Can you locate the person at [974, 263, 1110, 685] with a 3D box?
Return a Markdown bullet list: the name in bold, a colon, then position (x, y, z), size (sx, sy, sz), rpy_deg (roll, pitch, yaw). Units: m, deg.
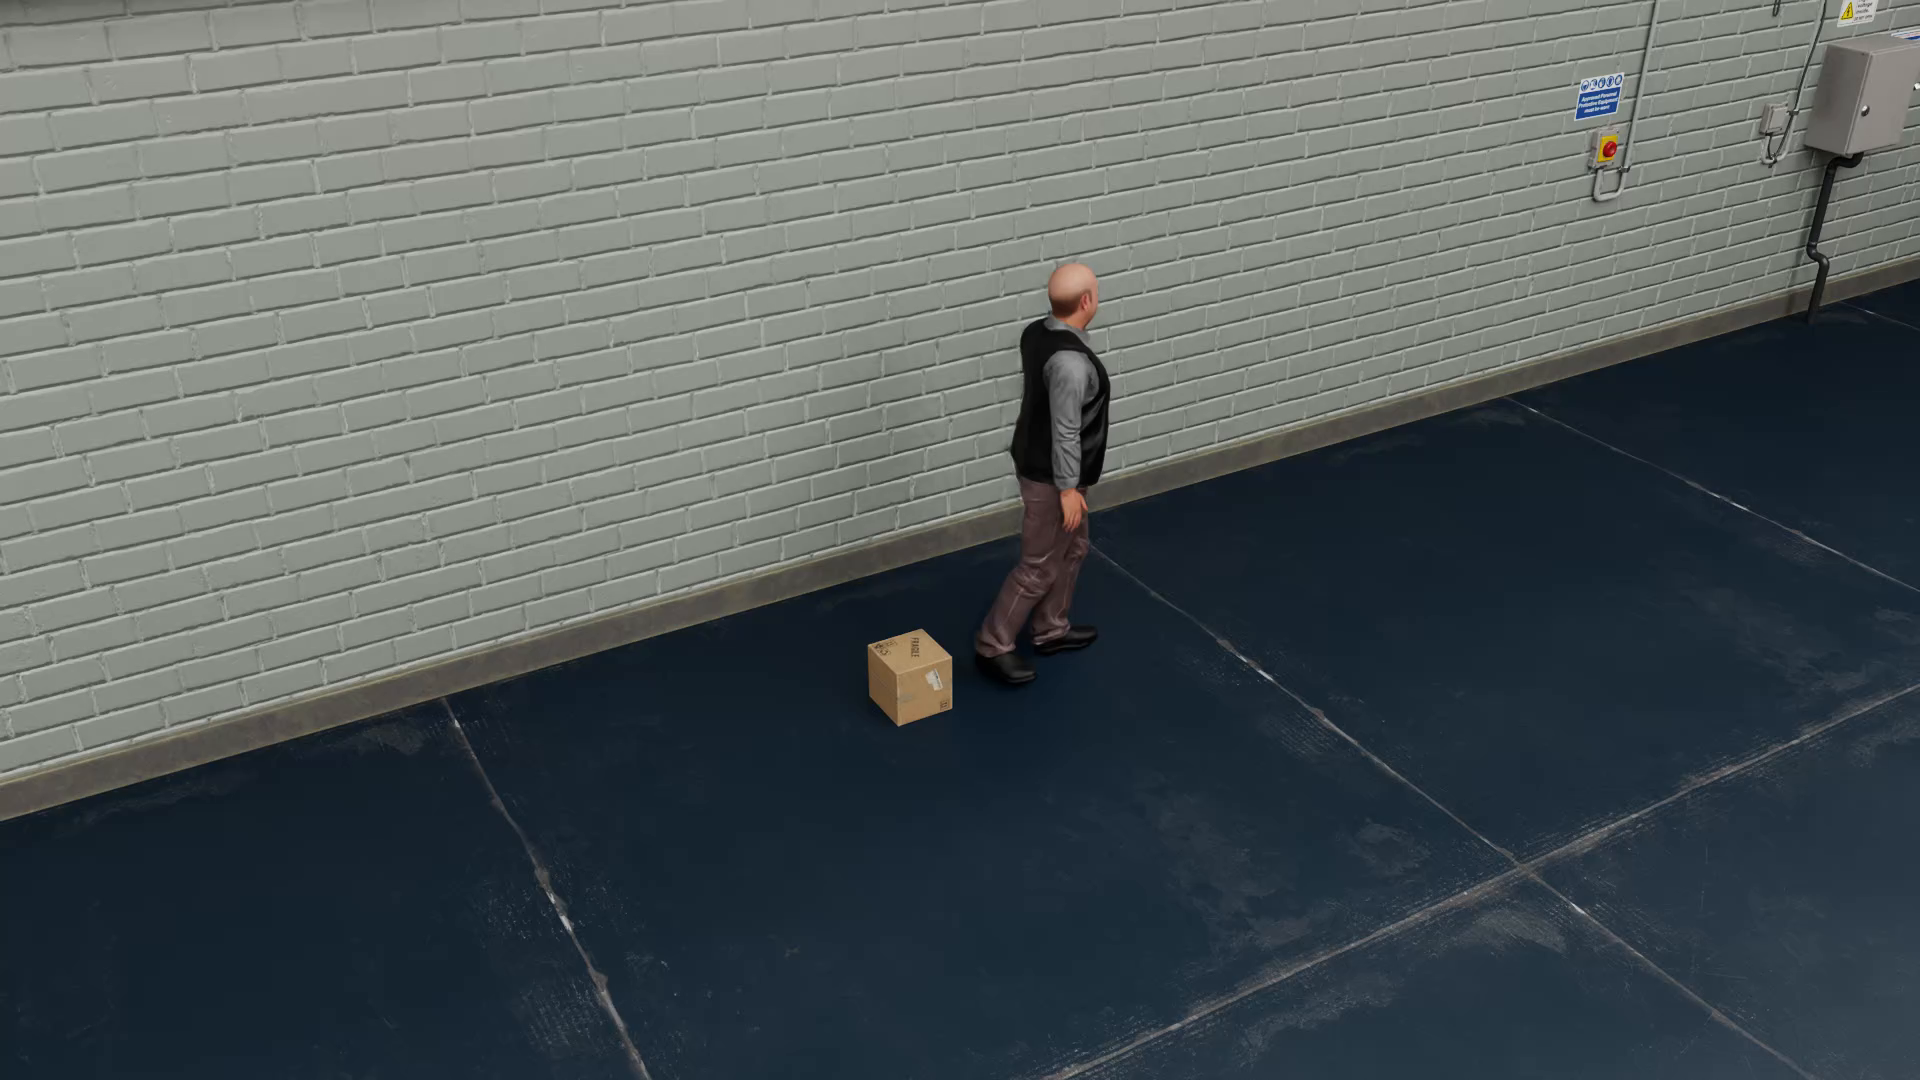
- **person**: position (0.325, -0.263, 6.632), size (0.560, 1.708, 0.567), rpy_deg (-4, 29, -7)
